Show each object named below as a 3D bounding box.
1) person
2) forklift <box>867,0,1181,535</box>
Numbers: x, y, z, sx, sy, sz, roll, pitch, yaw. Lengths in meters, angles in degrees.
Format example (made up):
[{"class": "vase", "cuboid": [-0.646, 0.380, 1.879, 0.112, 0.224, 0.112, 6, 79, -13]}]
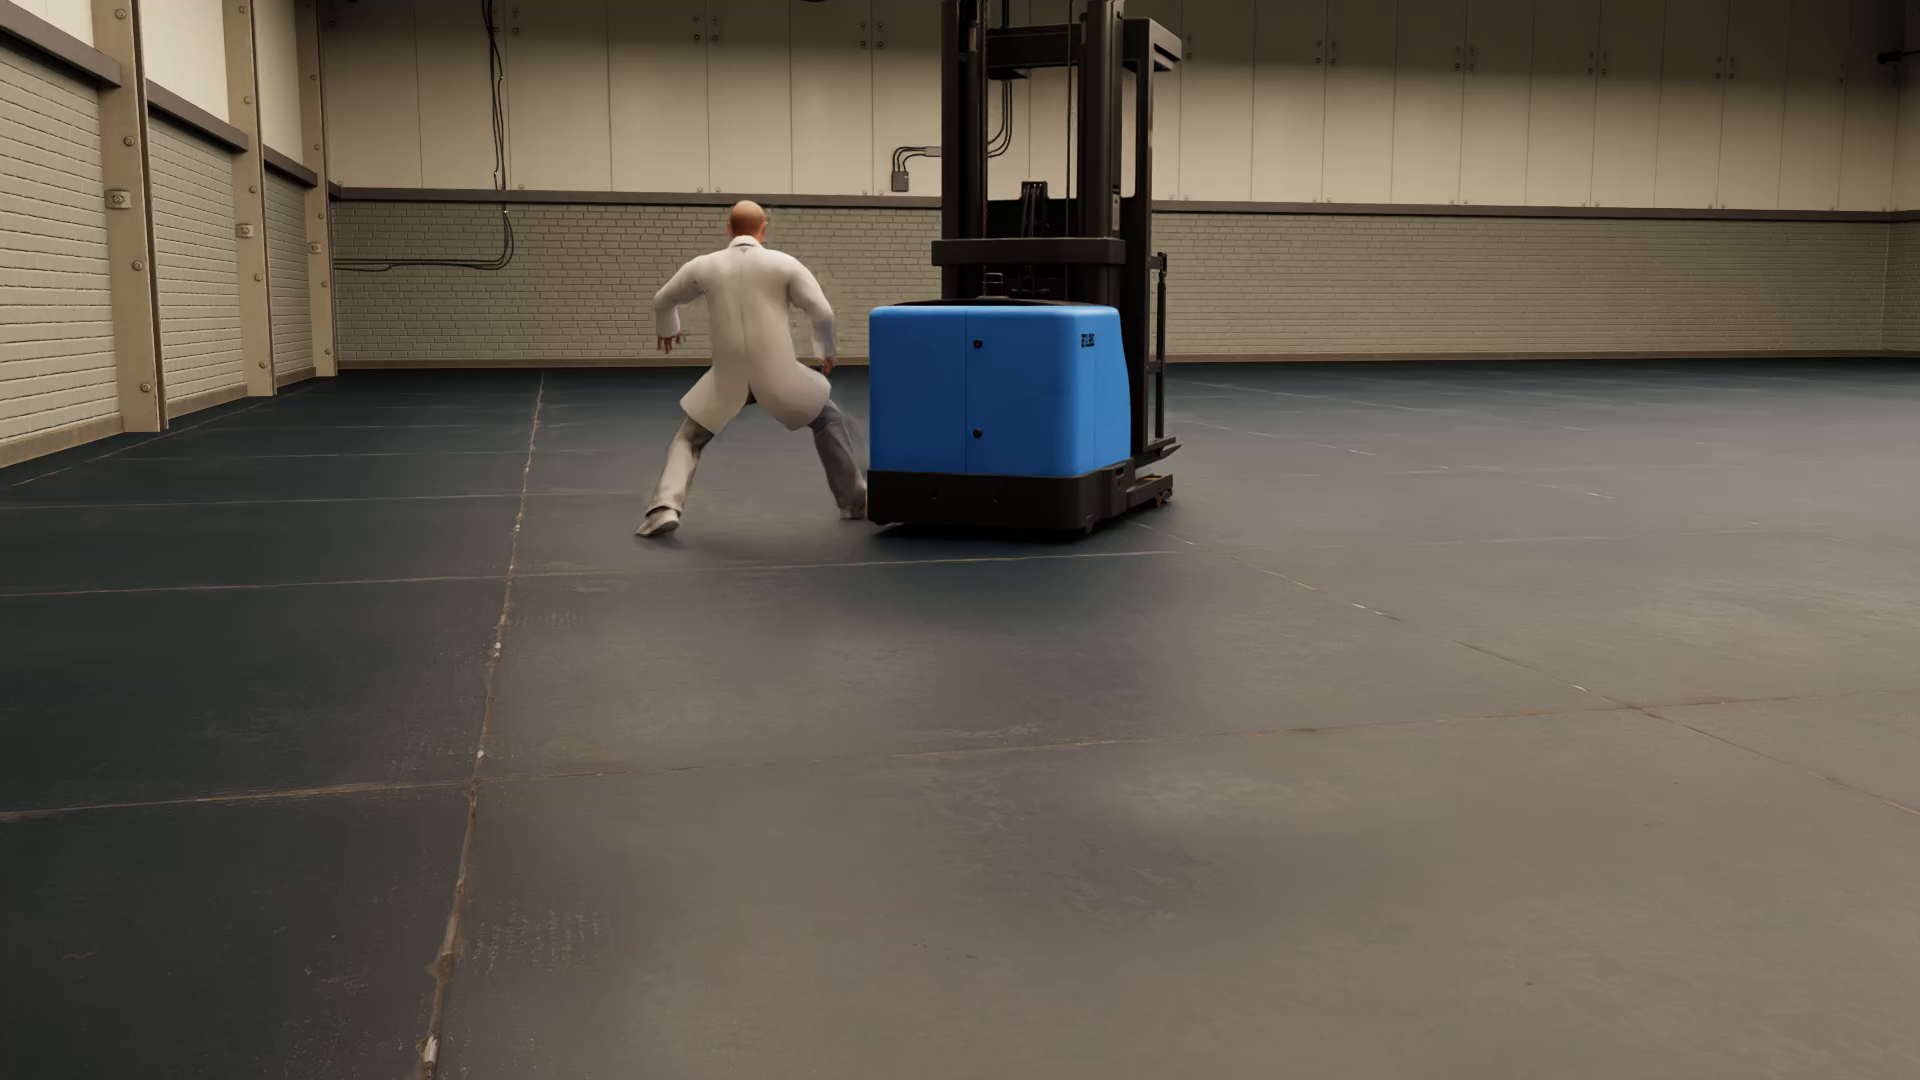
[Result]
[{"class": "person", "cuboid": [-1.024, -0.821, 8.151, 1.061, 1.645, 1.056, 1, 8, 5]}, {"class": "forklift", "cuboid": [0.537, -1.642, 8.867, 1.130, 2.935, 3.031, 3, 8, 20]}]
